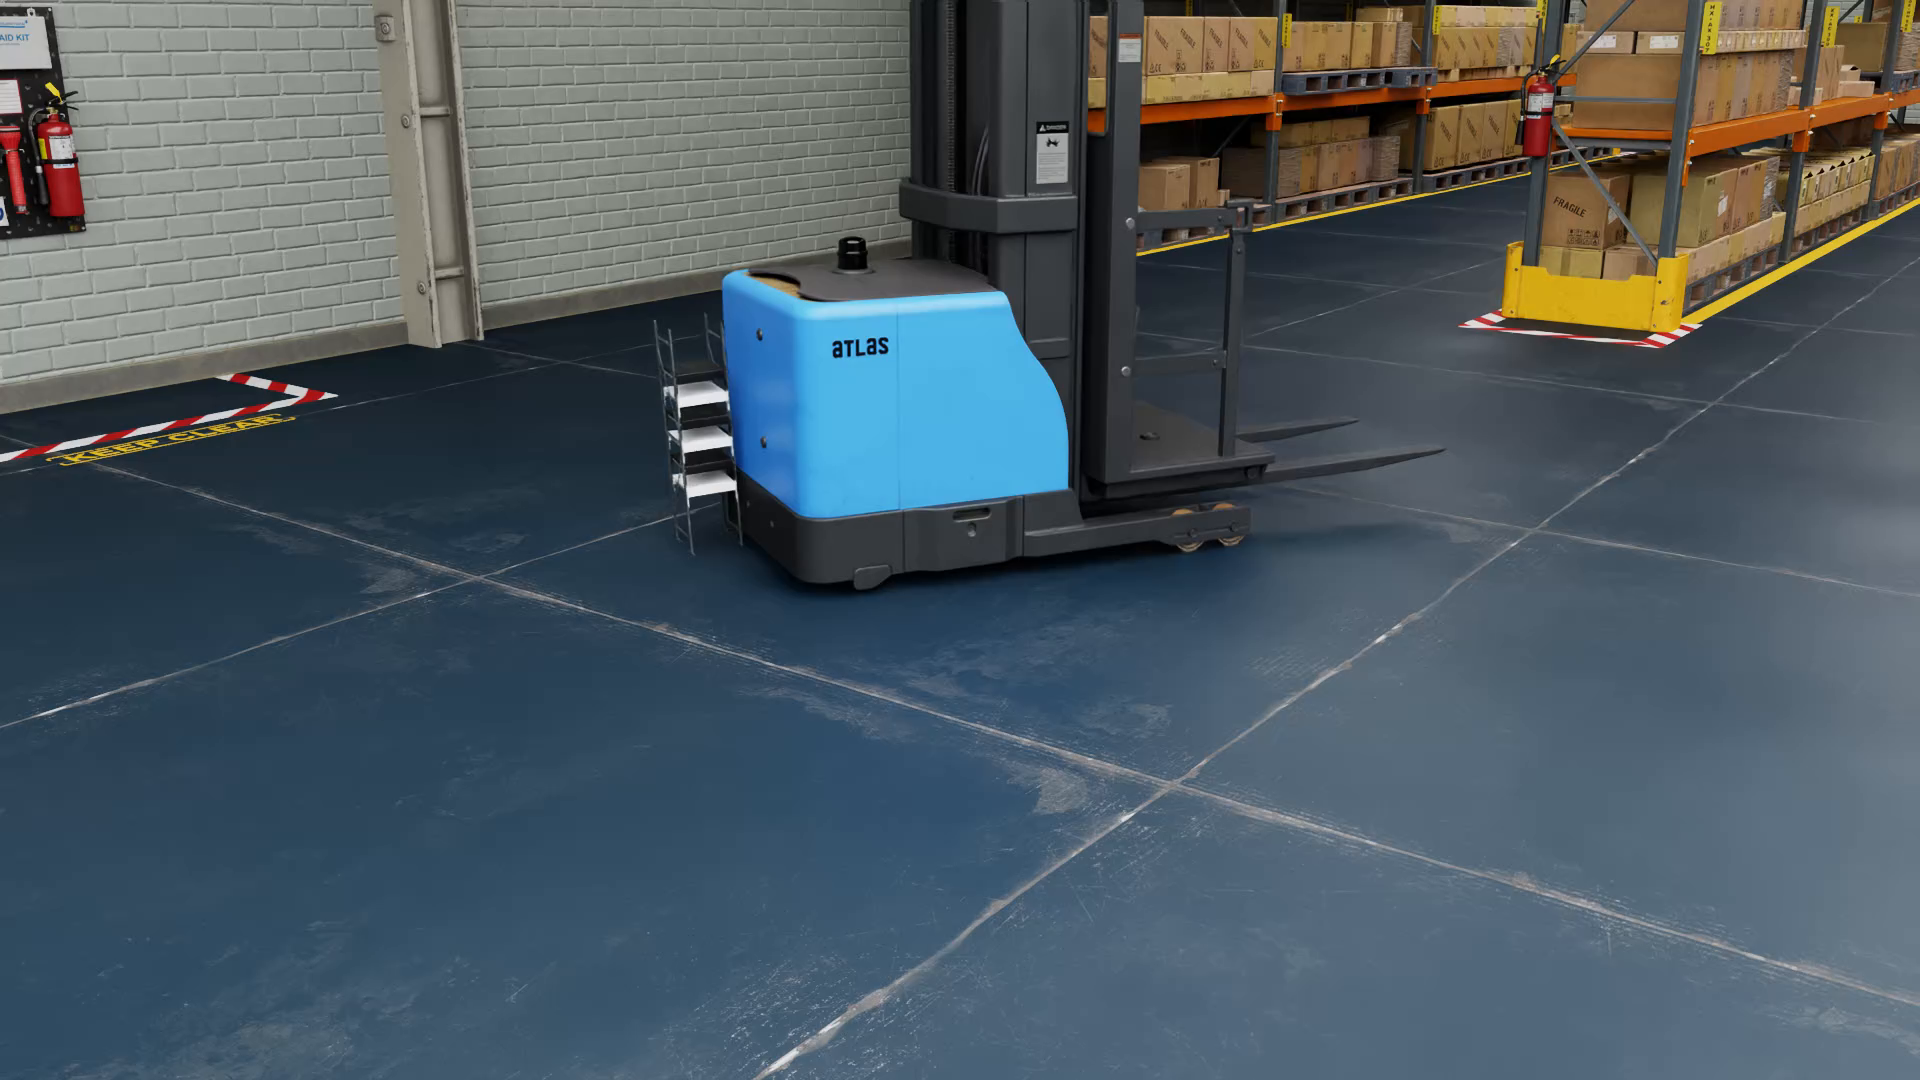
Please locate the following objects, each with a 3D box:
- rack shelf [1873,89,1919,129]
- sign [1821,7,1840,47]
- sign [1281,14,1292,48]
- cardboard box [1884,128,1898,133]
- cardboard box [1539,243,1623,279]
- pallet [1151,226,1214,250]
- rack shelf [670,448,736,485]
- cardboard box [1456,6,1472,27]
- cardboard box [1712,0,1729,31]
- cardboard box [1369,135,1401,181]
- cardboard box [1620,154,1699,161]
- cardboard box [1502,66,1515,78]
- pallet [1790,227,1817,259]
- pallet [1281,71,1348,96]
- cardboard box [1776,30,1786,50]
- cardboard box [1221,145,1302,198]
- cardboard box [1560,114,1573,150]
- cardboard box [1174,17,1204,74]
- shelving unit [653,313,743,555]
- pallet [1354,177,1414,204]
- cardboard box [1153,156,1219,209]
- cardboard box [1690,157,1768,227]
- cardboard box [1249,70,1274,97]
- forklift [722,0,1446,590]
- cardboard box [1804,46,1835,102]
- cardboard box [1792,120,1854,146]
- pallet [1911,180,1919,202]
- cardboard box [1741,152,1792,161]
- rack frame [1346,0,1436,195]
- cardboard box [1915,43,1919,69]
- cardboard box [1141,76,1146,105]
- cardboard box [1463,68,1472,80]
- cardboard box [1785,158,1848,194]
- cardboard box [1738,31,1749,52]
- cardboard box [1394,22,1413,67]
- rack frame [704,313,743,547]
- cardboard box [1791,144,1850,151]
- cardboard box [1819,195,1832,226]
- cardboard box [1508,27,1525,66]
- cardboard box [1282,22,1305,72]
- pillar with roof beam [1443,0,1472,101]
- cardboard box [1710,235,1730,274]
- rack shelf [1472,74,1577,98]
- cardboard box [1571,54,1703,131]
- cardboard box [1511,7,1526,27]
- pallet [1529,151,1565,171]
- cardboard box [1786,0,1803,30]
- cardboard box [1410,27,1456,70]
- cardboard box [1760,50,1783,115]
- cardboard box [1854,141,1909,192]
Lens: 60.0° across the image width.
[{"bbox_3d":[10.399,-5.018,19.057,1.077,0.370,4.000,12,21,35],"label":"rack shelf"},{"bbox_3d":[7.270,-4.286,13.894,0.100,0.325,0.005,12,21,35],"label":"sign"},{"bbox_3d":[3.283,-5.126,16.733,0.100,0.325,0.005,12,21,35],"label":"sign"},{"bbox_3d":[11.702,-5.040,21.388,0.500,0.500,0.500,12,21,35],"label":"cardboard box"},{"bbox_3d":[4.522,-2.047,12.206,0.500,0.250,0.500,12,21,35],"label":"cardboard box"},{"bbox_3d":[1.745,-3.017,16.103,1.003,0.211,1.213,12,21,35],"label":"pallet"},{"bbox_3d":[-1.023,-0.299,6.589,0.200,0.077,0.258,-10,20,-22],"label":"rack shelf"},{"bbox_3d":[6.023,-6.508,20.674,0.500,0.250,0.500,12,21,34],"label":"cardboard box"},{"bbox_3d":[5.069,-3.895,11.871,0.700,0.500,0.500,12,21,33],"label":"cardboard box"},{"bbox_3d":[4.839,-4.595,19.956,0.700,0.500,0.500,13,21,35],"label":"cardboard box"},{"bbox_3d":[5.700,-2.885,13.638,0.500,0.500,0.500,12,21,35],"label":"cardboard box"},{"bbox_3d":[7.203,-6.280,22.298,0.380,0.149,0.250,12,21,35],"label":"cardboard box"},{"bbox_3d":[7.231,-2.783,15.350,1.003,0.211,1.213,12,21,35],"label":"pallet"},{"bbox_3d":[3.415,-4.871,17.696,1.003,0.211,1.213,12,21,35],"label":"pallet"},{"bbox_3d":[6.375,-4.003,13.314,0.380,0.149,0.250,12,21,35],"label":"cardboard box"},{"bbox_3d":[3.268,-4.001,18.044,0.700,0.500,0.500,13,22,37],"label":"cardboard box"},{"bbox_3d":[8.747,-6.120,24.900,0.700,0.500,0.500,13,21,36],"label":"cardboard box"},{"bbox_3d":[1.899,-4.574,15.369,0.500,0.500,0.500,13,22,36],"label":"cardboard box"},{"bbox_3d":[-1.029,-0.416,6.550,0.210,0.900,0.258,-10,20,-22],"label":"shelving unit"},{"bbox_3d":[4.759,-4.242,20.048,1.003,0.211,1.213,12,21,35],"label":"pallet"},{"bbox_3d":[2.257,-3.569,16.651,0.500,0.500,0.500,11,20,31],"label":"cardboard box"},{"bbox_3d":[6.121,-2.792,13.340,0.500,0.500,0.500,12,21,35],"label":"cardboard box"},{"bbox_3d":[2.804,-4.578,16.648,0.500,0.250,0.500,12,21,35],"label":"cardboard box"},{"bbox_3d":[0.612,-1.490,6.599,3.031,2.935,1.130,-8,19,-23],"label":"forklift"},{"bbox_3d":[7.907,-4.405,15.702,0.500,0.500,0.500,12,21,35],"label":"cardboard box"},{"bbox_3d":[9.606,-4.538,18.507,0.500,0.250,0.500,13,22,37],"label":"cardboard box"},{"bbox_3d":[11.136,-4.306,20.253,1.003,0.211,1.213,12,21,35],"label":"pallet"},{"bbox_3d":[8.047,-3.720,16.647,0.500,0.311,0.500,12,21,33],"label":"cardboard box"},{"bbox_3d":[5.226,-5.759,20.233,1.000,3.000,0.127,12,21,35],"label":"rack frame"},{"bbox_3d":[10.587,-5.654,19.017,0.700,0.500,0.500,7,19,21],"label":"cardboard box"},{"bbox_3d":[1.303,-3.978,14.716,0.500,0.250,0.500,12,21,33],"label":"cardboard box"},{"bbox_3d":[6.353,-5.998,21.390,0.380,0.149,0.250,13,21,36],"label":"cardboard box"},{"bbox_3d":[8.185,-3.508,15.966,0.500,0.311,0.500,13,22,36],"label":"cardboard box"},{"bbox_3d":[5.613,-3.700,12.337,0.380,0.149,0.250,12,21,34],"label":"cardboard box"},{"bbox_3d":[4.954,-5.904,19.786,0.700,0.500,0.500,10,20,28],"label":"cardboard box"},{"bbox_3d":[-0.936,-0.433,6.588,0.006,0.900,0.240,-10,20,-22],"label":"rack frame"},{"bbox_3d":[9.576,-4.166,18.573,0.500,0.500,0.500,13,22,37],"label":"cardboard box"},{"bbox_3d":[7.875,-3.117,15.653,0.500,0.250,0.500,12,21,33],"label":"cardboard box"},{"bbox_3d":[7.241,-6.634,22.344,0.500,0.500,0.500,13,21,35],"label":"cardboard box"},{"bbox_3d":[3.174,-5.180,17.456,0.700,0.500,0.500,12,21,35],"label":"cardboard box"},{"bbox_3d":[10.789,-9.136,20.990,9.100,9.000,0.400,12,21,35],"label":"pillar with roof beam"},{"bbox_3d":[5.532,-2.194,12.680,0.500,0.250,0.500,12,21,35],"label":"cardboard box"},{"bbox_3d":[8.801,-6.845,24.941,1.077,0.370,4.000,12,21,35],"label":"rack shelf"},{"bbox_3d":[4.729,-3.136,11.617,0.700,0.500,0.500,12,21,35],"label":"cardboard box"},{"bbox_3d":[7.224,-6.993,22.237,0.500,0.250,0.500,13,21,36],"label":"cardboard box"},{"bbox_3d":[8.126,-5.548,24.253,1.003,0.211,1.213,12,21,35],"label":"pallet"},{"bbox_3d":[6.564,-4.493,13.798,0.700,0.500,0.500,13,21,35],"label":"cardboard box"},{"bbox_3d":[5.721,-6.029,20.398,0.500,0.500,0.500,13,22,36],"label":"cardboard box"},{"bbox_3d":[6.255,-3.746,13.582,0.700,0.500,0.500,12,21,34],"label":"cardboard box"},{"bbox_3d":[10.318,-4.204,18.695,0.500,0.500,0.500,12,21,34],"label":"cardboard box"}]
